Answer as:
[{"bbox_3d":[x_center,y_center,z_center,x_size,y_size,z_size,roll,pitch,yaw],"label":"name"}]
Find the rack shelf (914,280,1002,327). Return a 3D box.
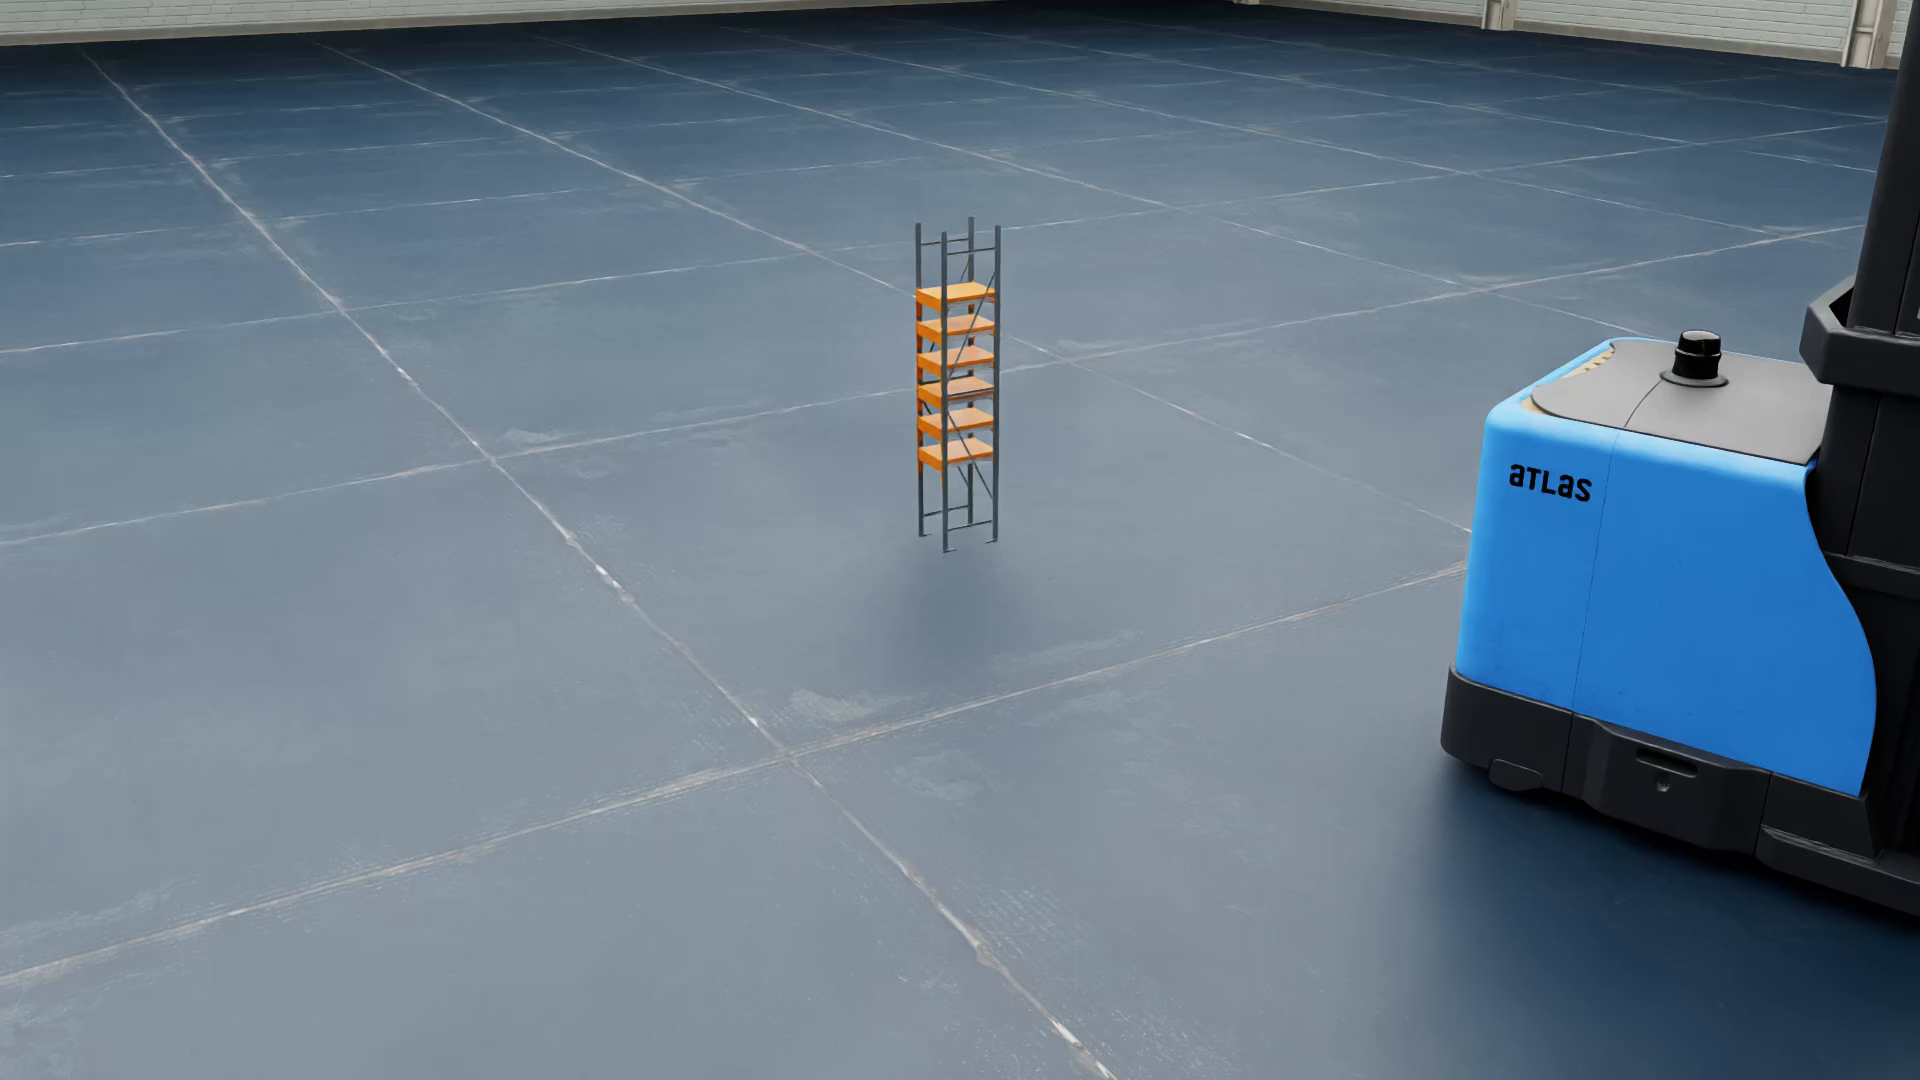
[{"bbox_3d":[-0.007,-0.853,5.978,0.258,0.103,0.180,-13,25,-28],"label":"rack shelf"}]

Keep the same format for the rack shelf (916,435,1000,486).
[{"bbox_3d":[-0.007,-0.297,6.204,0.258,0.103,0.180,-13,25,-28],"label":"rack shelf"}]

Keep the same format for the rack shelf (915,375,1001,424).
[{"bbox_3d":[-0.007,-0.519,6.114,0.258,0.103,0.180,-13,25,-28],"label":"rack shelf"}]

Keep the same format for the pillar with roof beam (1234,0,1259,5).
[{"bbox_3d":[1.577,-13.205,26.848,9.100,9.000,0.400,-13,25,-28],"label":"pillar with roof beam"}]

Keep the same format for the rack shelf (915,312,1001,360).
[{"bbox_3d":[-0.007,-0.742,6.023,0.258,0.103,0.180,-13,25,-28],"label":"rack shelf"}]

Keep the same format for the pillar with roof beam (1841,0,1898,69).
[{"bbox_3d":[7.706,-9.320,17.291,9.100,9.000,0.400,-13,25,-28],"label":"pillar with roof beam"}]

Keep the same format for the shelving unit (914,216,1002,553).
[{"bbox_3d":[-0.007,-0.561,6.097,0.258,1.200,0.189,-13,25,-28],"label":"shelving unit"}]

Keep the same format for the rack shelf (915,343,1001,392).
[{"bbox_3d":[-0.007,-0.631,6.069,0.258,0.103,0.180,-13,25,-28],"label":"rack shelf"}]

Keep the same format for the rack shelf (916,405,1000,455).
[{"bbox_3d":[-0.007,-0.408,6.159,0.258,0.103,0.180,-13,25,-28],"label":"rack shelf"}]

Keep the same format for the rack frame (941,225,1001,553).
[{"bbox_3d":[0.039,-0.531,6.024,0.240,1.200,0.006,-13,25,-28],"label":"rack frame"}]

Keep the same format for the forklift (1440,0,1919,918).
[{"bbox_3d":[2.821,-0.497,3.642,3.031,2.935,1.130,17,28,36],"label":"forklift"}]

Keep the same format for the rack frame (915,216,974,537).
[{"bbox_3d":[-0.054,-0.590,6.170,0.240,1.200,0.006,-13,25,-28],"label":"rack frame"}]

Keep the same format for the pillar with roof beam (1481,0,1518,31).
[{"bbox_3d":[4.642,-11.262,22.069,9.100,9.000,0.400,-13,25,-28],"label":"pillar with roof beam"}]
